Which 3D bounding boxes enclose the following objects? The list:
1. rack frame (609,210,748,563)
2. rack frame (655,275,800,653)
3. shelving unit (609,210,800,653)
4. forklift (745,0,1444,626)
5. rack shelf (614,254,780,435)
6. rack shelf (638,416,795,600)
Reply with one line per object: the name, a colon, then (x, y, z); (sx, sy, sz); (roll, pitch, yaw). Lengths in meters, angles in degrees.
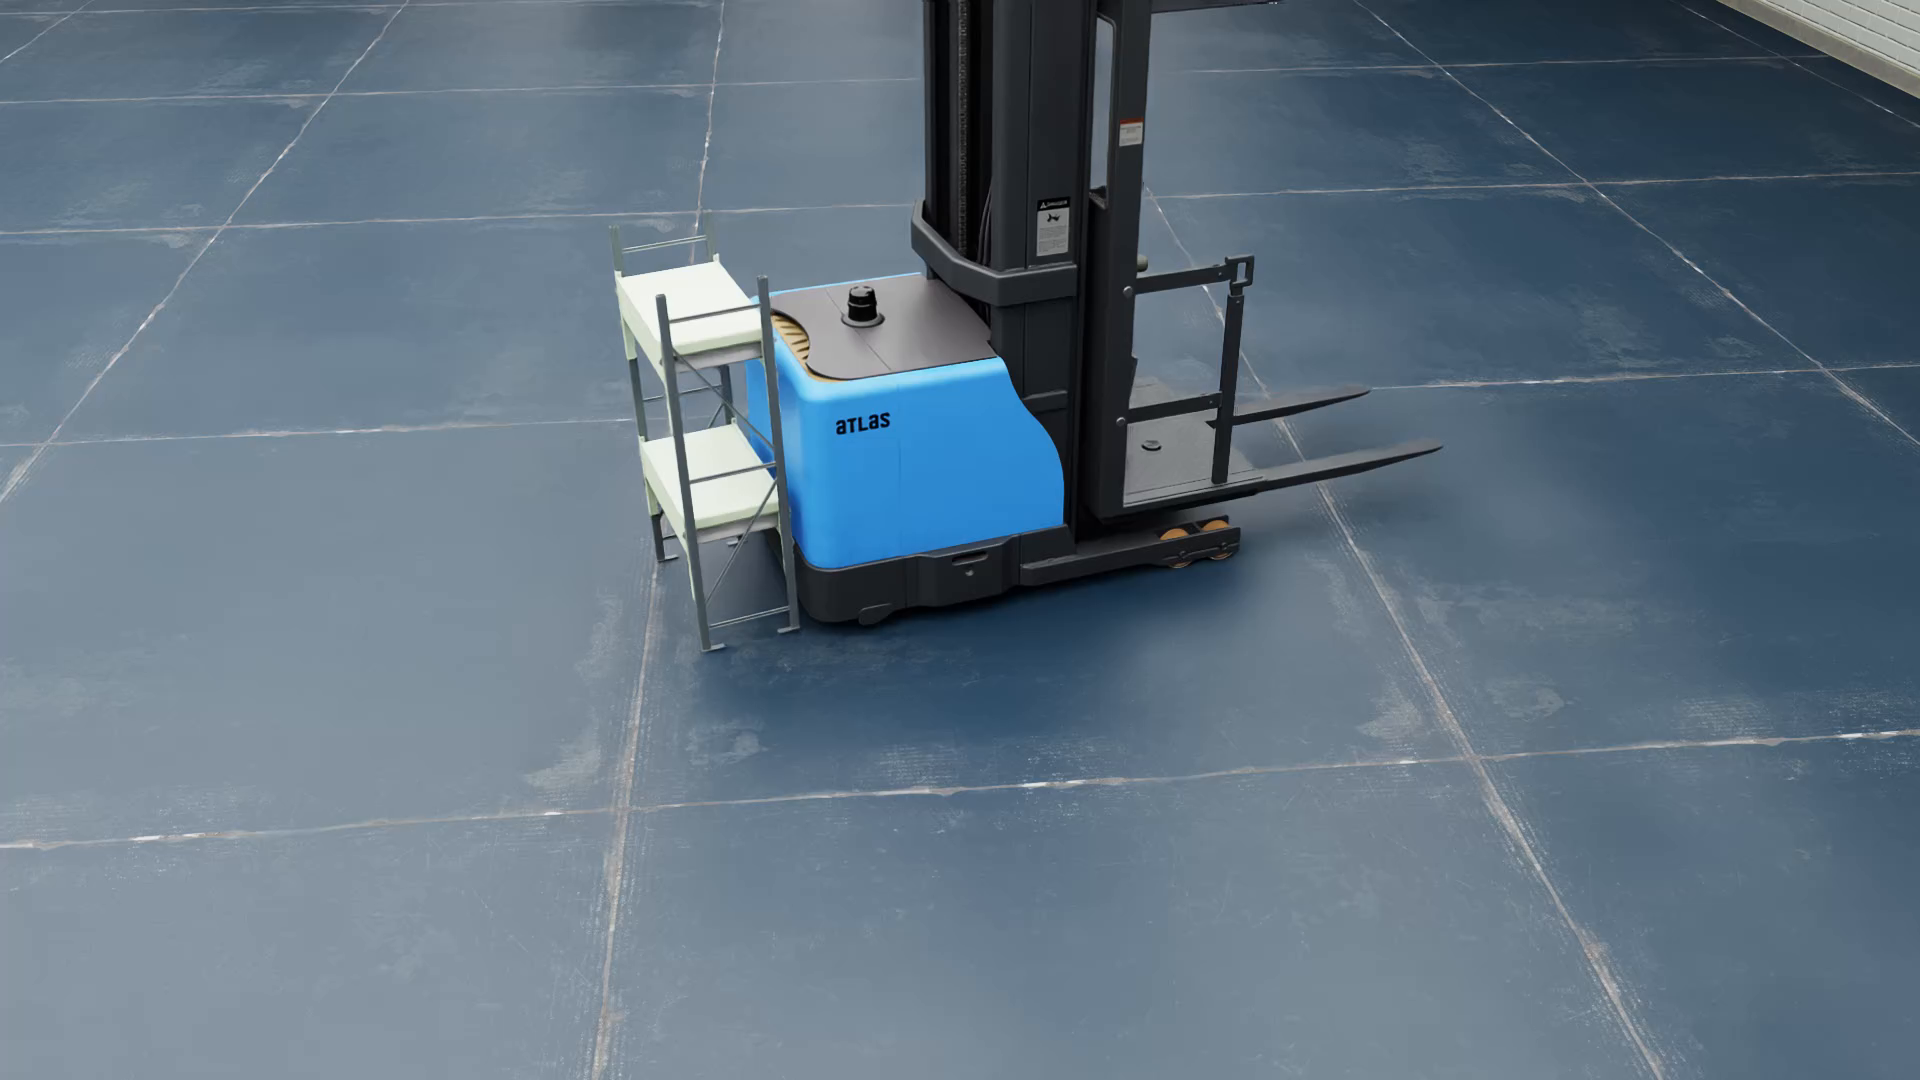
rack frame: (-1.127, -0.592, 6.766); (0.400, 1.500, 0.023); (-14, 33, -18)
rack frame: (-0.845, -0.246, 6.186); (0.400, 1.500, 0.023); (-14, 33, -18)
shelving unit: (-0.986, -0.419, 6.476); (0.431, 1.500, 0.755); (-14, 33, -18)
forklift: (0.662, -1.380, 6.702); (3.031, 2.935, 1.130); (-11, 33, -18)
rack shelf: (-0.997, -0.751, 6.272); (0.431, 0.370, 0.720); (-14, 33, -18)
rack shelf: (-0.978, -0.141, 6.646); (0.431, 0.370, 0.720); (-14, 33, -18)
